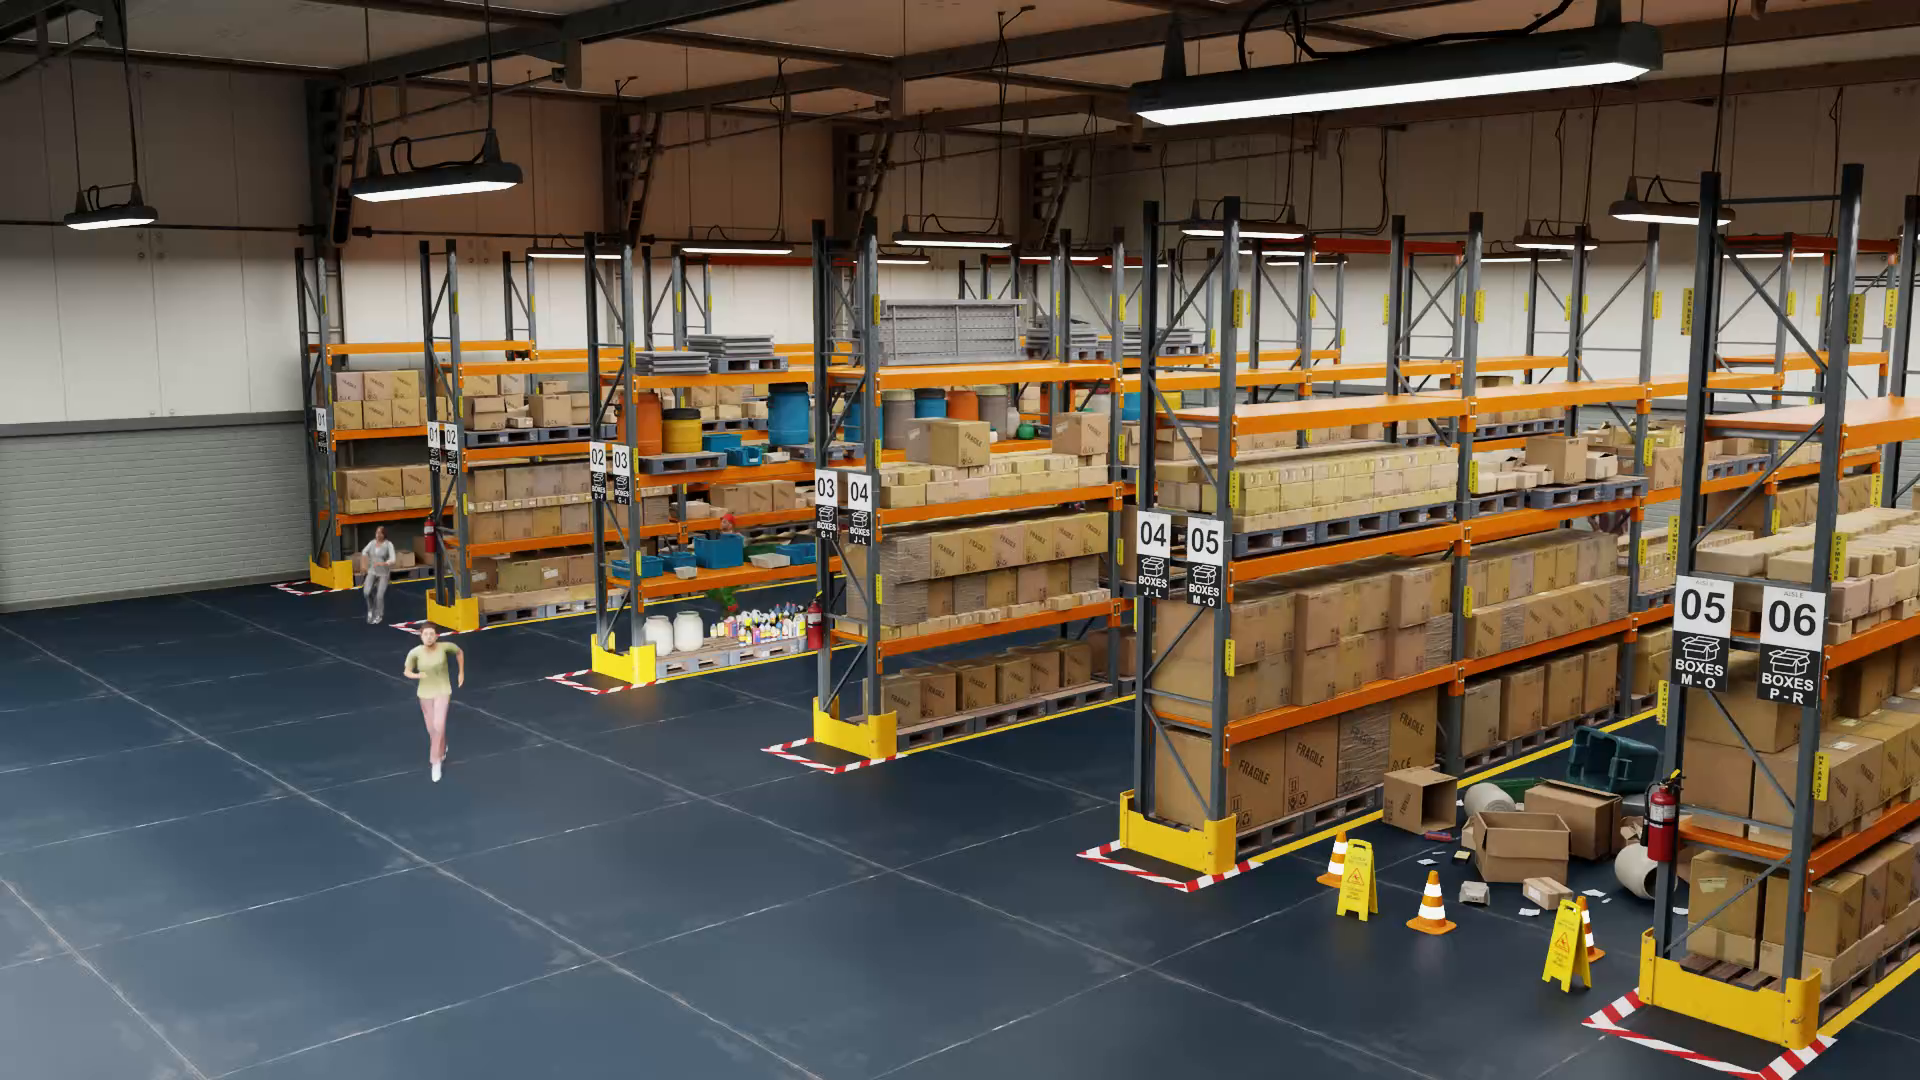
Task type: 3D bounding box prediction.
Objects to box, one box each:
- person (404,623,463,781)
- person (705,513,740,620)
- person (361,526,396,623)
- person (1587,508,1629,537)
[{"bbox_3d":[-5.711,1.707,18.091,0.599,1.698,0.818,-2,9,-11],"label":"person"},{"bbox_3d":[-3.679,0.458,25.704,0.611,1.734,0.664,-8,12,-44],"label":"person"},{"bbox_3d":[-9.169,0.558,26.230,0.554,1.555,0.551,-1,8,-6],"label":"person"},{"bbox_3d":[11.686,-0.083,30.032,0.718,1.736,0.681,2,9,12],"label":"person"}]
